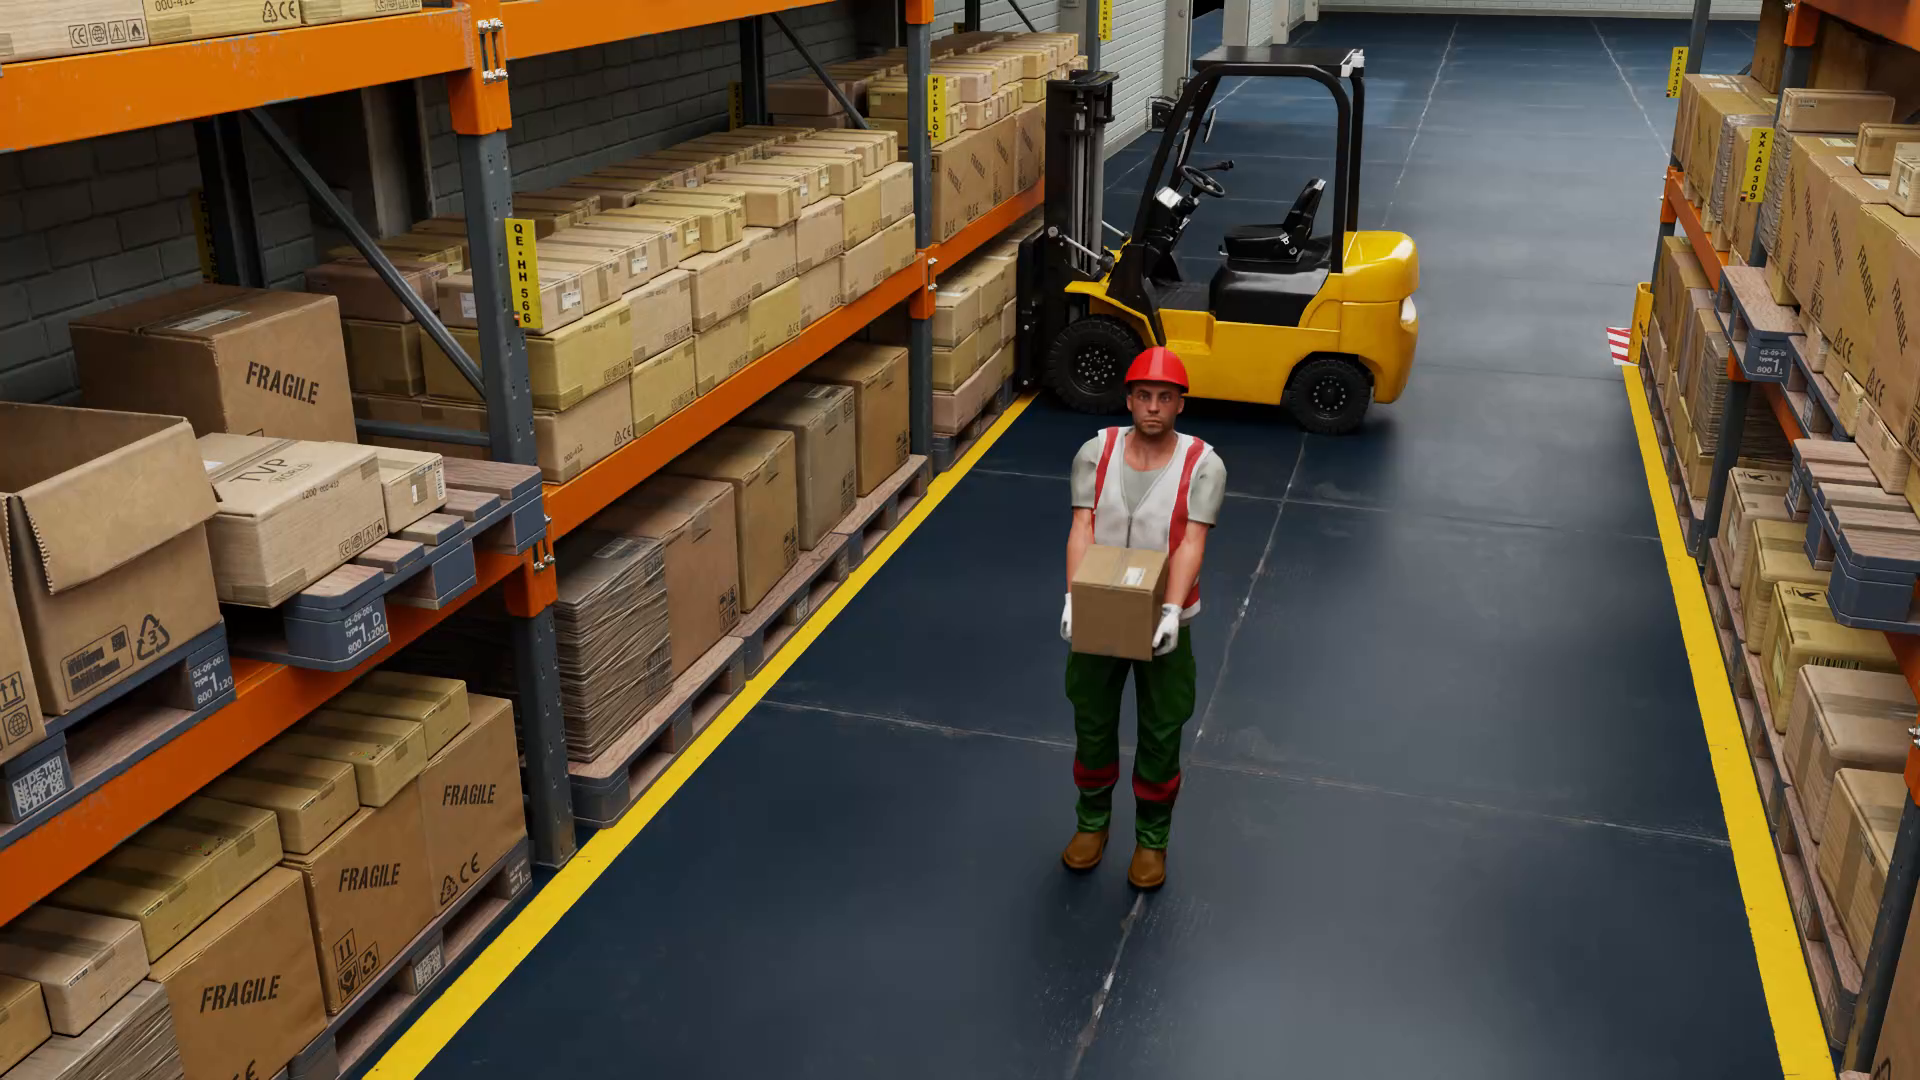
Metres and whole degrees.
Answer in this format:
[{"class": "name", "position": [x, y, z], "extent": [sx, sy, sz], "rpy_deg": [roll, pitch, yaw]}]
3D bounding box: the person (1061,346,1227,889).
[{"class": "person", "position": [0.557, 0.288, 5.342], "extent": [0.494, 1.782, 0.573], "rpy_deg": [6, 23, 16]}]
